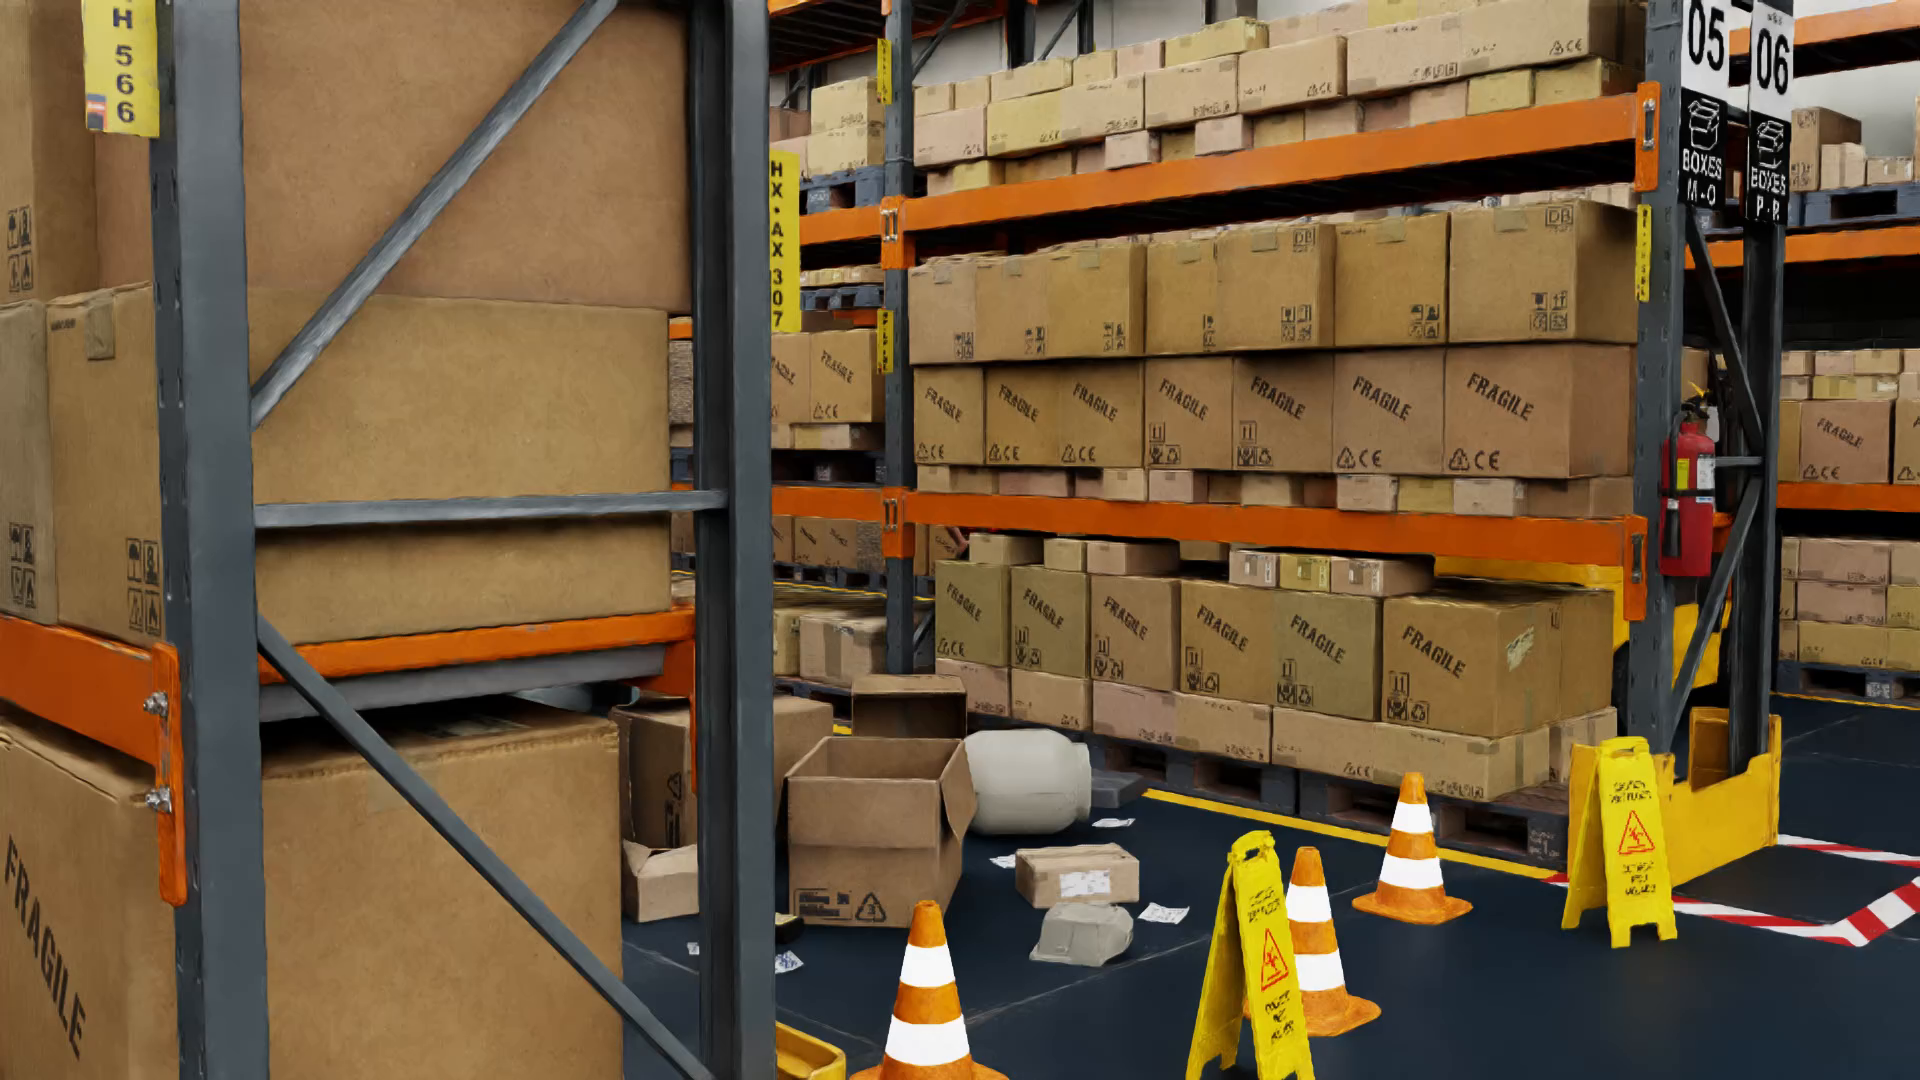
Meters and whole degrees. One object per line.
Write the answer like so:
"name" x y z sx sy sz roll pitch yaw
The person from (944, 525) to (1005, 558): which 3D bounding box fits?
"person" 0.302 0.068 11.579 0.756 1.544 0.783 -3 5 -41
